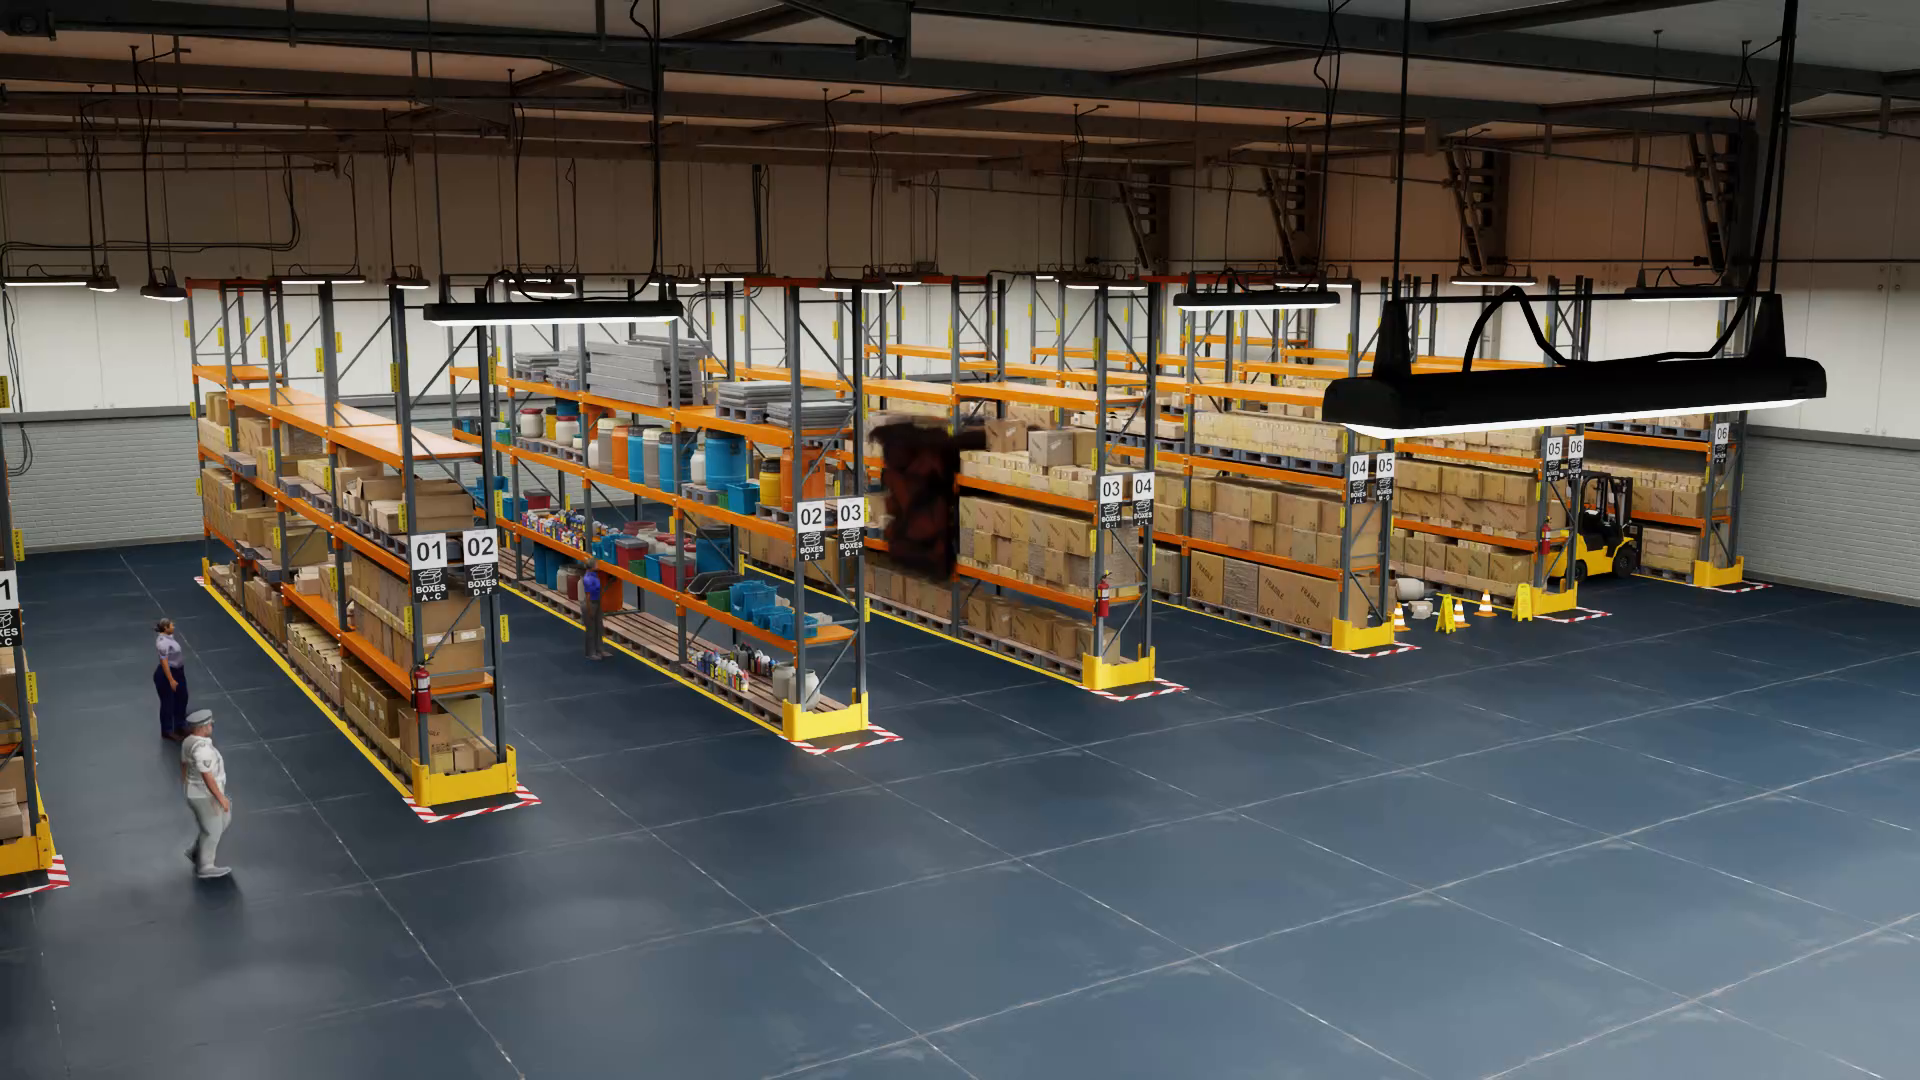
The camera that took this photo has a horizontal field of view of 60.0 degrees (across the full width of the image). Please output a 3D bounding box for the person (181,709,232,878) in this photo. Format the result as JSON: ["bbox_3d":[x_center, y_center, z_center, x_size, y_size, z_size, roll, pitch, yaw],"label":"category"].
[{"bbox_3d":[-7.749,2.616,17.098,0.467,1.767,0.533,-5,11,-29],"label":"person"}]

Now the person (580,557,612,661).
[{"bbox_3d":[-5.852,1.095,26.584,0.366,1.666,0.507,2,10,14],"label":"person"}]

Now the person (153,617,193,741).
[{"bbox_3d":[-10.529,1.855,22.203,0.380,1.697,0.555,0,10,0],"label":"person"}]
